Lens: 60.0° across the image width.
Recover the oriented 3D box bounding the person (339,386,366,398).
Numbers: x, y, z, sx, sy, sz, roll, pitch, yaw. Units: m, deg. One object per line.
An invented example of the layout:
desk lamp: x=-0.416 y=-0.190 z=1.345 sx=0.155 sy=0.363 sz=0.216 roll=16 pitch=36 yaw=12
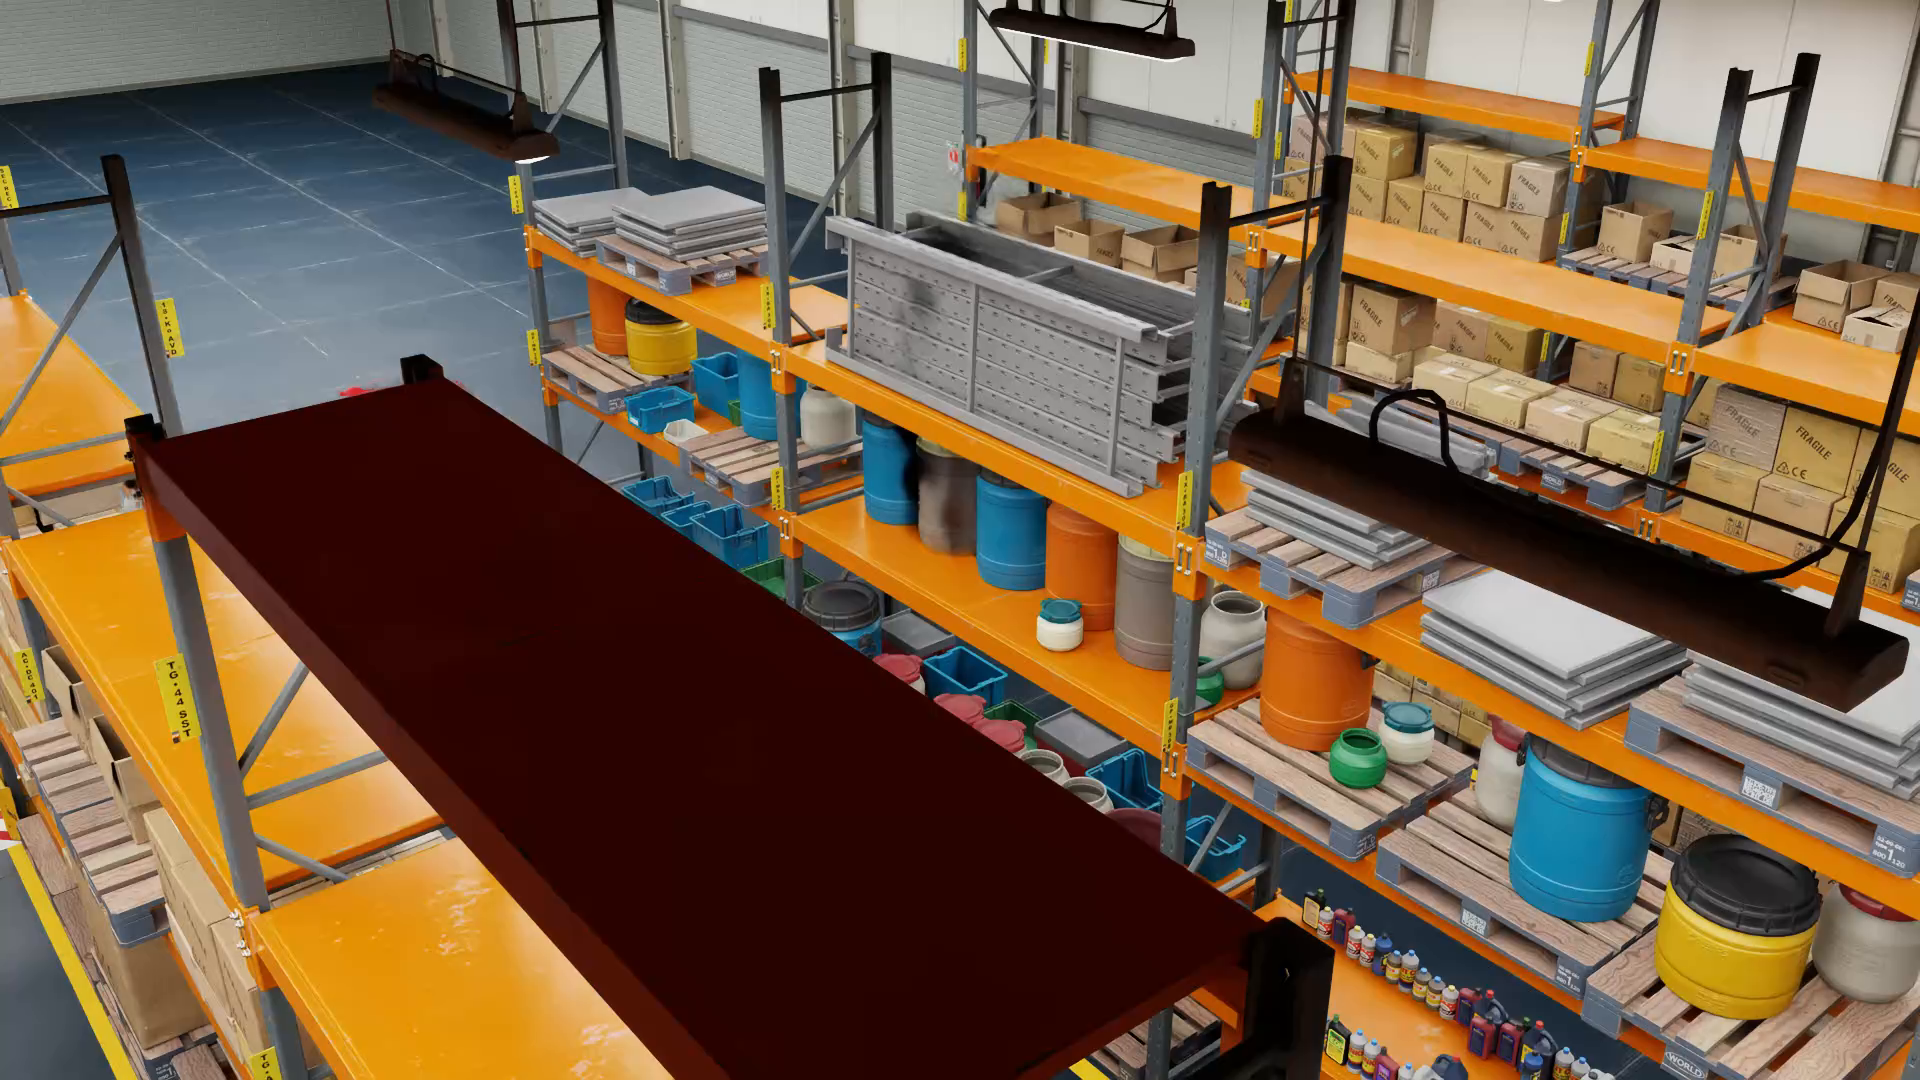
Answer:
person: x=-6.397 y=-0.840 z=17.995 sx=0.692 sy=1.747 sz=0.651 roll=-5 pitch=26 yaw=-10

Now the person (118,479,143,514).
person: x=-8.007 y=0.000 z=16.456 sx=0.662 sy=1.620 sz=0.600 roll=-2 pitch=26 yaw=-5

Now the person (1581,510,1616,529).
person: x=5.793 y=0.468 z=15.257 sx=0.640 sy=1.796 sz=0.890 roll=-18 pitch=31 yaw=-33
